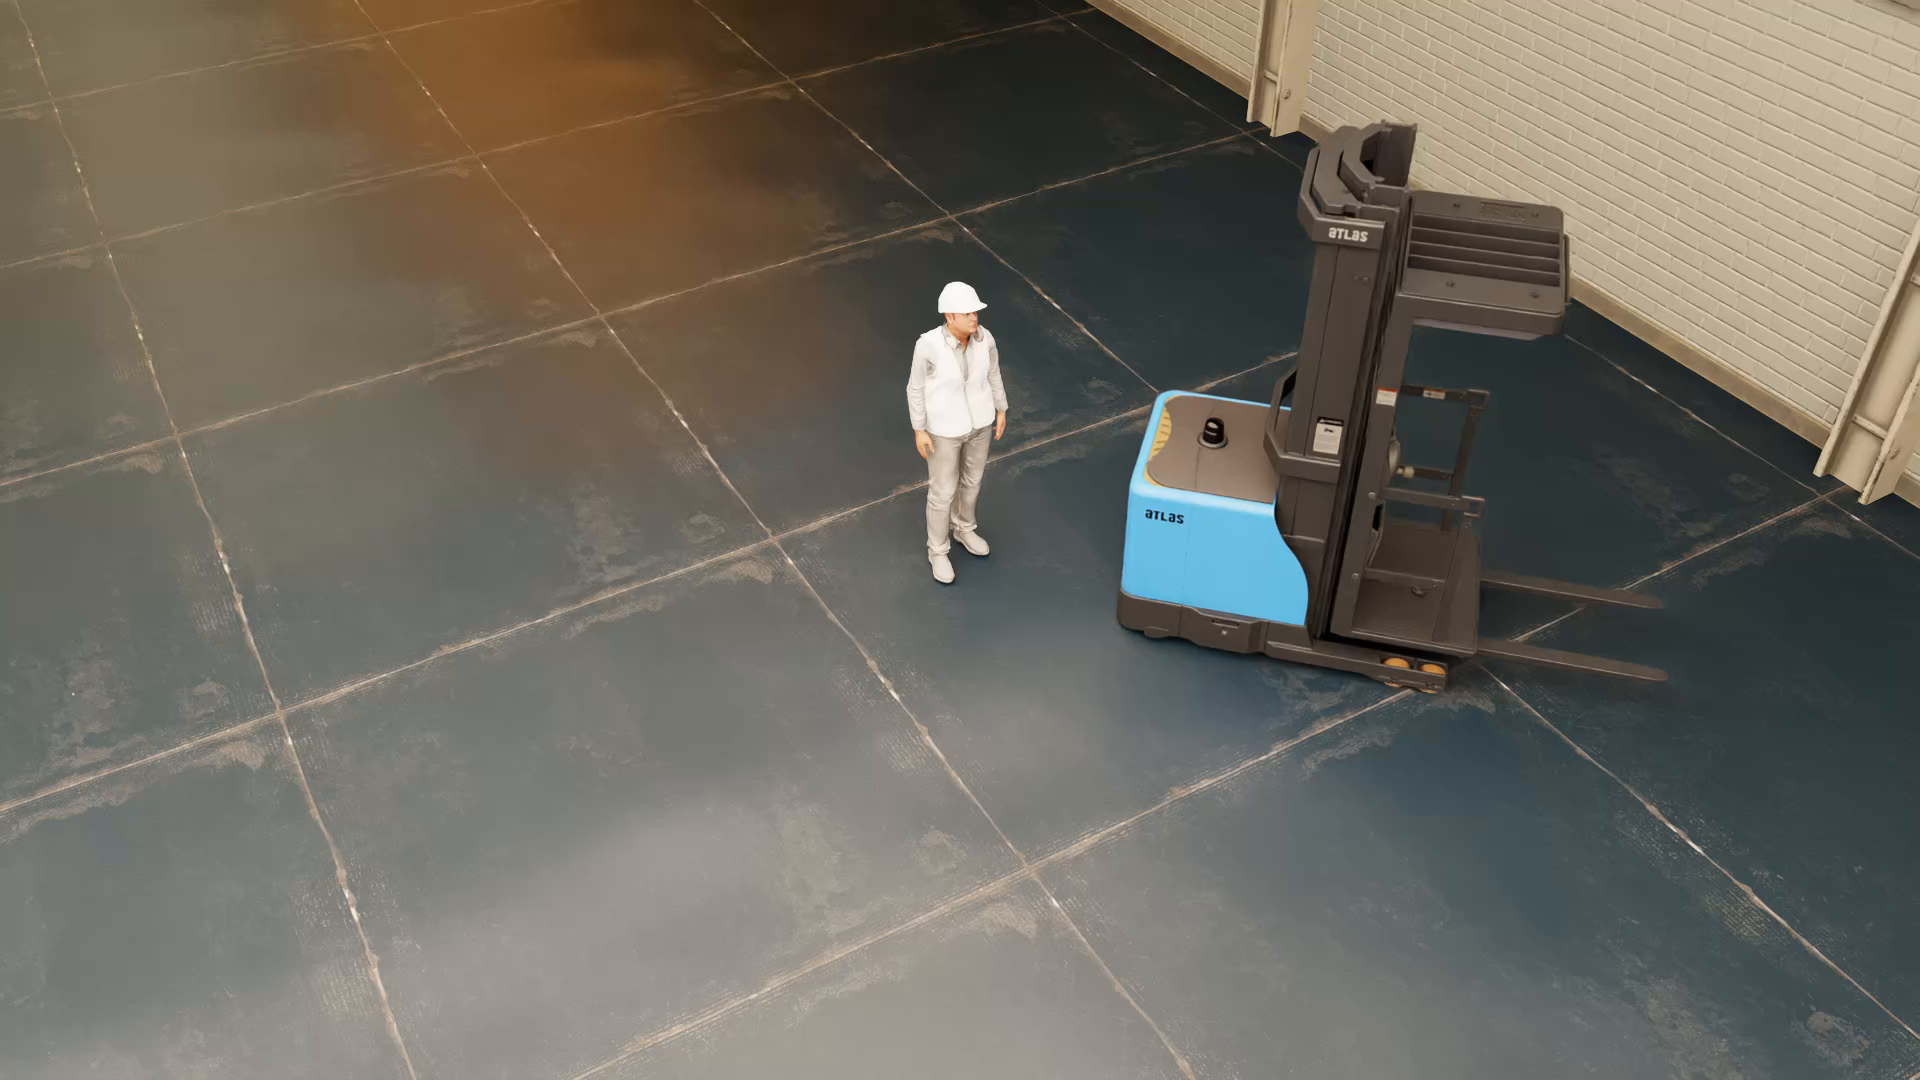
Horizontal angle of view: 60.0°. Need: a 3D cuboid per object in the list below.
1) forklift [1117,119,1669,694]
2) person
[{"bbox_3d":[2.487,-0.648,8.818,3.031,2.935,1.130,10,41,12],"label":"forklift"},{"bbox_3d":[0.024,-0.652,9.717,0.632,1.773,0.568,-20,44,-23],"label":"person"}]
